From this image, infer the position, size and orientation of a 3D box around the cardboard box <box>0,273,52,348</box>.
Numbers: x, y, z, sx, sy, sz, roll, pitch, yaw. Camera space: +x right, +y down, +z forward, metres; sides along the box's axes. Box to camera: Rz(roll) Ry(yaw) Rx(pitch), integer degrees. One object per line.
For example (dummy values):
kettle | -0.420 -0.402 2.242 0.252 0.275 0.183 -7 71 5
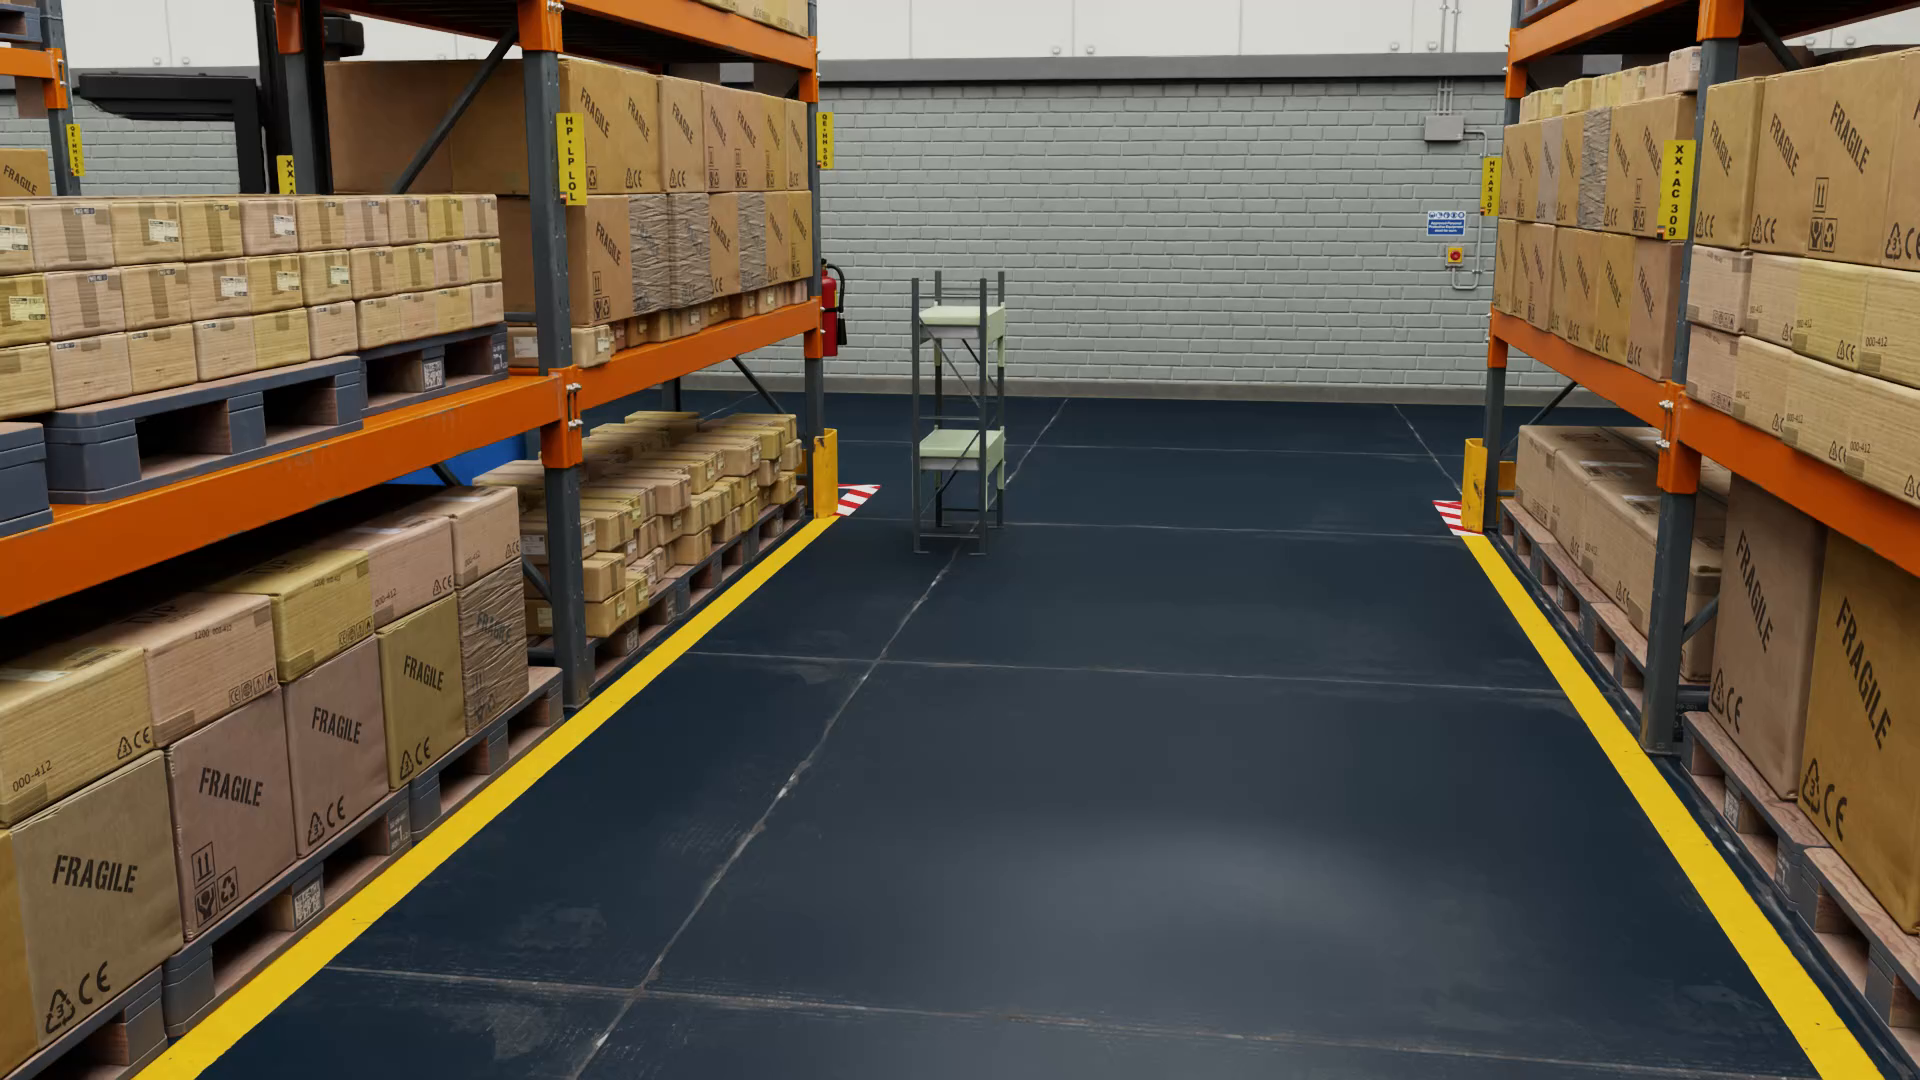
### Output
cardboard box | -2.185 -0.487 3.526 0.380 0.149 0.250 2 12 9

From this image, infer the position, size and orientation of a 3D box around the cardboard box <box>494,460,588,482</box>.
cardboard box | -2.033 -0.292 8.085 0.380 0.149 0.250 1 12 7

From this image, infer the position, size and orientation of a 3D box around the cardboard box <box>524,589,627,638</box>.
cardboard box | -1.585 0.290 6.797 0.380 0.149 0.250 1 12 6

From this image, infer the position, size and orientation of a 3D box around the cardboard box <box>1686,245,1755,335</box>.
cardboard box | 2.602 -0.782 5.171 0.500 0.250 0.500 2 12 7

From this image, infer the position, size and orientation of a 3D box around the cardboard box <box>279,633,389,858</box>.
cardboard box | -1.986 0.560 4.714 0.500 0.500 0.500 2 12 7

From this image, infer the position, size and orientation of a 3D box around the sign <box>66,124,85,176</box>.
sign | -5.695 -2.509 10.703 0.100 0.325 0.005 2 12 9

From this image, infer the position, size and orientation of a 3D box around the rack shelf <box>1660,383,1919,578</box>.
rack shelf | 2.641 0.075 3.735 1.077 0.370 4.000 2 12 9

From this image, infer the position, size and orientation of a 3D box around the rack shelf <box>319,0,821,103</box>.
rack shelf | -1.651 -2.364 7.929 1.077 0.370 4.000 2 12 9

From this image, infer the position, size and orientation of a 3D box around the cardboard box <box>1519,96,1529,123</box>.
cardboard box | 3.235 -2.316 8.969 0.380 0.149 0.250 2 12 10

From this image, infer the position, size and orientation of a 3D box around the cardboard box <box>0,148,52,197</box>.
cardboard box | -6.044 -2.176 10.340 0.500 0.500 0.500 2 12 9

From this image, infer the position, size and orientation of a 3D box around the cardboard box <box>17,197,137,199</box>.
cardboard box | -2.632 -0.922 4.840 0.380 0.149 0.250 2 12 8

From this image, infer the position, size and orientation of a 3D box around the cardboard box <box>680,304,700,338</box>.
cardboard box | -1.437 -1.034 7.768 0.380 0.149 0.250 2 12 11

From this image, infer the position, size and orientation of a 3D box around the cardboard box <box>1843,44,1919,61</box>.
cardboard box | 3.253 -1.605 5.673 0.380 0.149 0.250 2 12 8

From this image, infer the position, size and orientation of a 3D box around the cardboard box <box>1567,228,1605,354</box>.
cardboard box | 2.904 -1.060 7.052 0.500 0.500 0.500 2 12 8

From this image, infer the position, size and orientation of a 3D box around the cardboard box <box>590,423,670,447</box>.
cardboard box | -1.848 -0.560 9.331 0.380 0.149 0.250 2 12 8

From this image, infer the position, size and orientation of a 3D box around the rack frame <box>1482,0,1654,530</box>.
rack frame | 3.563 -1.526 9.455 1.000 3.000 0.127 2 12 9

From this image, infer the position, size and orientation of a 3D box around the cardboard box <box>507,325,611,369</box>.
cardboard box | -1.592 -0.758 6.488 0.380 0.149 0.250 2 12 11

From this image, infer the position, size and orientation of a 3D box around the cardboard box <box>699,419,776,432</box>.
cardboard box | -1.270 -0.599 9.511 0.380 0.149 0.250 2 12 10

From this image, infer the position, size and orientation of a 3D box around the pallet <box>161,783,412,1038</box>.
pallet | -2.262 0.947 4.597 1.003 0.211 1.213 2 12 9

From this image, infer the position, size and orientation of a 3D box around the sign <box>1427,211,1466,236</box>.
sign | 4.369 -2.847 14.943 0.327 0.218 0.001 2 12 9

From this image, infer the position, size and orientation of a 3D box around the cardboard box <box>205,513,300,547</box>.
cardboard box | -2.413 0.074 5.189 0.500 0.250 0.500 2 12 10

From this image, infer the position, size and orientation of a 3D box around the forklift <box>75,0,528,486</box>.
forklift | -3.887 -1.316 8.643 3.031 2.935 1.130 -4 13 -20

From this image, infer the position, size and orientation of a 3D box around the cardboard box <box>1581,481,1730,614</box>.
cardboard box | 3.288 0.040 7.272 0.875 0.438 0.875 2 12 7

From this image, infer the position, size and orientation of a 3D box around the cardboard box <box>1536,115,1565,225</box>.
cardboard box | 3.064 -1.758 7.919 0.500 0.500 0.500 2 12 8

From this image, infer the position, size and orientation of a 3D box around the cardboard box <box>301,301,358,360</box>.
cardboard box | -1.979 -0.610 4.803 0.380 0.149 0.250 1 12 6

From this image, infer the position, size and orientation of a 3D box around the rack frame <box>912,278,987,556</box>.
rack frame | -0.057 -0.656 8.975 0.400 1.500 0.023 2 12 9

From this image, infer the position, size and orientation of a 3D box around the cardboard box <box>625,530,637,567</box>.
cardboard box | -1.634 0.038 7.263 0.380 0.149 0.250 2 12 8

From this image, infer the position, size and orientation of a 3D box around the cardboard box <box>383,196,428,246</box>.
cardboard box | -1.909 -1.006 5.231 0.380 0.149 0.250 1 12 7

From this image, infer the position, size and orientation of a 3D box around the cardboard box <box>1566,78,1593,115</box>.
cardboard box | 2.955 -1.994 7.477 0.380 0.149 0.250 2 12 7

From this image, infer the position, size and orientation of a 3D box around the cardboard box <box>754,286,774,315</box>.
cardboard box | -1.229 -1.308 9.041 0.380 0.149 0.250 2 12 10

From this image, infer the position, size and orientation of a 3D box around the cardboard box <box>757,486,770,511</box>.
cardboard box | -1.283 -0.252 9.312 0.380 0.149 0.250 2 12 8

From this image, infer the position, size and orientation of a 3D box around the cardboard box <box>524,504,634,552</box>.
cardboard box | -1.600 -0.056 6.990 0.380 0.149 0.250 3 12 11

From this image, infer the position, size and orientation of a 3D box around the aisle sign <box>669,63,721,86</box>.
aisle sign | -1.628 -2.961 9.943 0.394 0.787 0.004 2 12 9

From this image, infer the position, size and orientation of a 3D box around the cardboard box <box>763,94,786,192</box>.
cardboard box | -1.246 -2.140 8.985 0.500 0.500 0.500 1 12 7

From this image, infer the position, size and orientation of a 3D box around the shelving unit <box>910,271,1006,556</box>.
shelving unit | -0.001 -0.732 9.329 0.431 1.500 0.755 2 12 9

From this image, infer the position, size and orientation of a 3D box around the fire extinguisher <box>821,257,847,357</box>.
fire extinguisher | -0.848 -1.483 10.323 0.296 0.674 0.183 2 12 9

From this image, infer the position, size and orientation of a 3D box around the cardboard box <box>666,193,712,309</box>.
cardboard box | -1.451 -1.329 7.596 0.500 0.500 0.500 2 12 7

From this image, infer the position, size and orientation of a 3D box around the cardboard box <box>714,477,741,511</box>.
cardboard box | -1.345 -0.234 8.524 0.380 0.149 0.250 3 12 11

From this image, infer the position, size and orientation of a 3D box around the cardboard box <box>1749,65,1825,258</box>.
cardboard box | 2.546 -1.042 4.598 0.500 0.500 0.500 2 12 8

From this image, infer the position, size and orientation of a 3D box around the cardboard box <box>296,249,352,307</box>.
cardboard box | -1.984 -0.754 4.765 0.380 0.149 0.250 1 12 6

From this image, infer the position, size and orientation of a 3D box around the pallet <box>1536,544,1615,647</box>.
pallet | 3.328 0.259 7.789 1.003 0.211 1.213 2 12 9

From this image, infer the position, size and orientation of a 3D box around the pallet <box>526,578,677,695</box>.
pallet | -1.890 0.389 7.185 1.003 0.211 1.213 2 12 9

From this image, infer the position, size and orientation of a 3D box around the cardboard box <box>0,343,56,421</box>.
cardboard box | -2.183 -0.337 3.539 0.380 0.149 0.250 2 12 11

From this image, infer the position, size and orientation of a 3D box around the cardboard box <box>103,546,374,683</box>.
cardboard box | -1.983 0.198 4.613 0.500 0.250 0.500 1 12 6

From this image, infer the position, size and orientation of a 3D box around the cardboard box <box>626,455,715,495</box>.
cardboard box | -1.435 -0.325 8.238 0.380 0.149 0.250 2 12 9

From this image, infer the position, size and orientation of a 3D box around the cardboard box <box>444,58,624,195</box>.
cardboard box | -1.648 -1.602 6.490 0.500 0.500 0.500 2 12 10

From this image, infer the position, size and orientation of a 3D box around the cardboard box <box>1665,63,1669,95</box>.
cardboard box | 2.877 -1.726 6.230 0.380 0.149 0.250 2 12 9

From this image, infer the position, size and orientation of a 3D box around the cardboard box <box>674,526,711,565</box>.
cardboard box | -1.426 0.019 8.056 0.380 0.149 0.250 2 12 7

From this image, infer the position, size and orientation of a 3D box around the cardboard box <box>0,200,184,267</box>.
cardboard box | -2.111 -0.737 3.980 0.380 0.149 0.250 2 12 10
